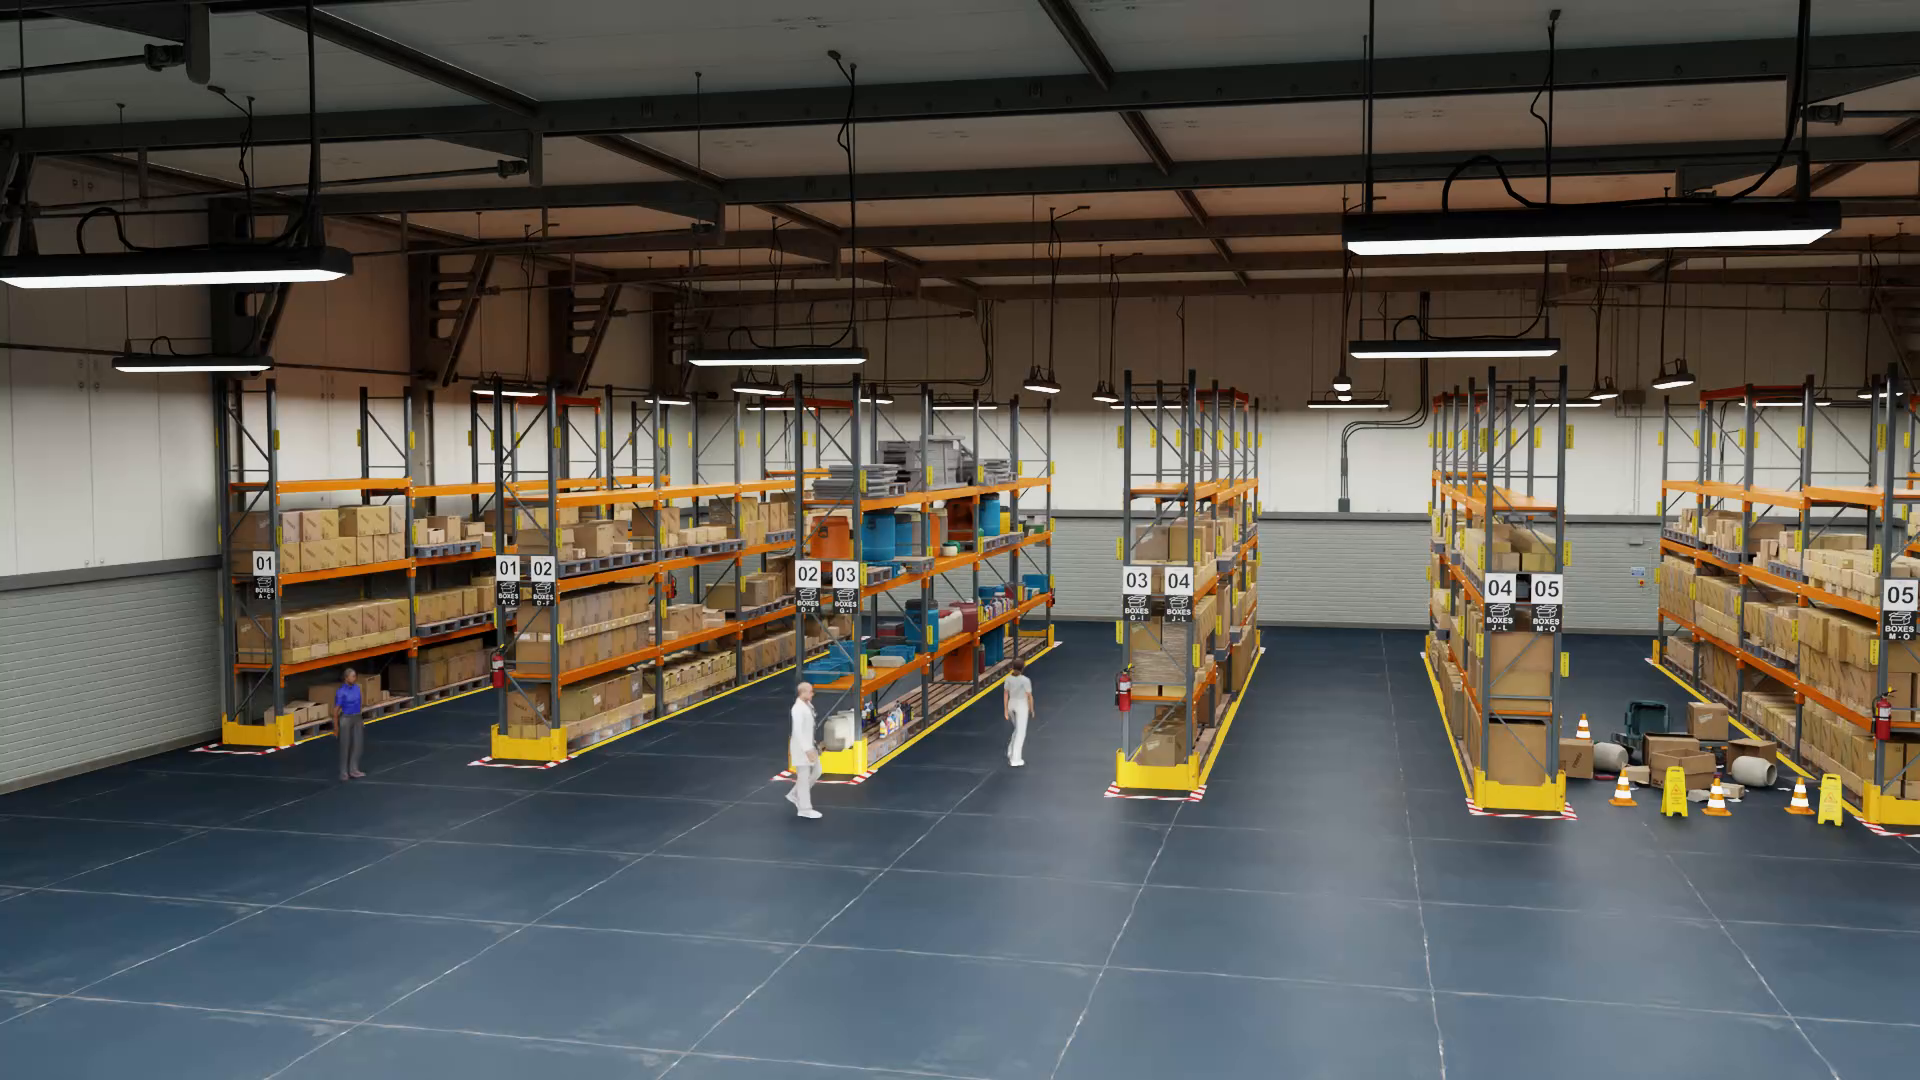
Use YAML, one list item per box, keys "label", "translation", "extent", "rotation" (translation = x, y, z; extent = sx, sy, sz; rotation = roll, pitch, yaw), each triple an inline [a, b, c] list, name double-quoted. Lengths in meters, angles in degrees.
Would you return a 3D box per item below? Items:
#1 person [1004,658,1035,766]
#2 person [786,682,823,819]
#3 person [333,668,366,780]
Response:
- label: "person"
  translation: [0.937, 2.630, 25.487]
  extent: [0.443, 1.677, 0.444]
  rotation: [3, 5, 45]
- label: "person"
  translation: [-2.066, 2.782, 22.206]
  extent: [0.575, 1.784, 0.723]
  rotation: [1, 3, 11]
- label: "person"
  translation: [-9.034, 2.706, 24.555]
  extent: [0.361, 1.655, 0.590]
  rotation: [2, 4, 28]
